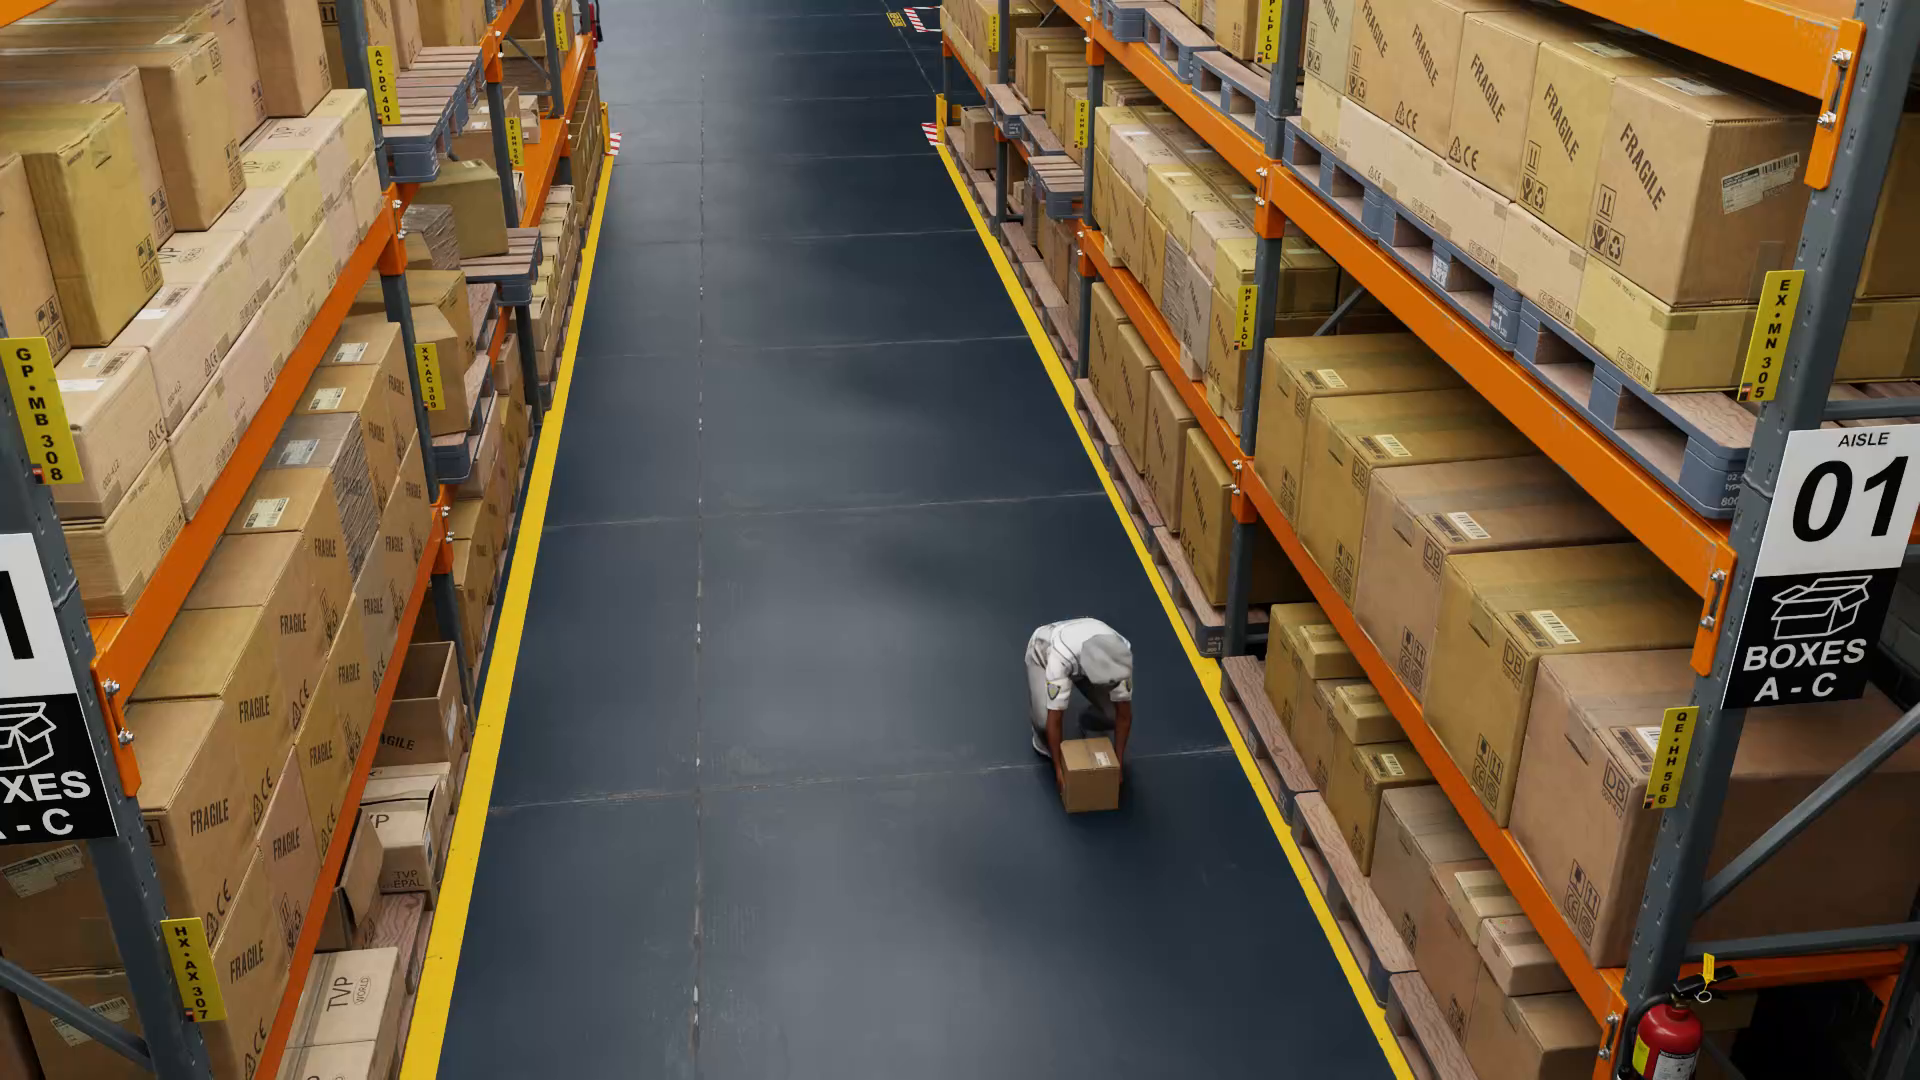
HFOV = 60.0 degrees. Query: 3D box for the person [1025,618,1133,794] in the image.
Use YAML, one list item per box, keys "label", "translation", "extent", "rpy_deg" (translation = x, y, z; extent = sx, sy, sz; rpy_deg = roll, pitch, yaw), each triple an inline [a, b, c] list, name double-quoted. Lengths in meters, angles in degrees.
- label: "person"
  translation: [0.580, 0.709, 8.138]
  extent: [0.478, 0.855, 0.868]
  rpy_deg: [-4, 28, -7]
